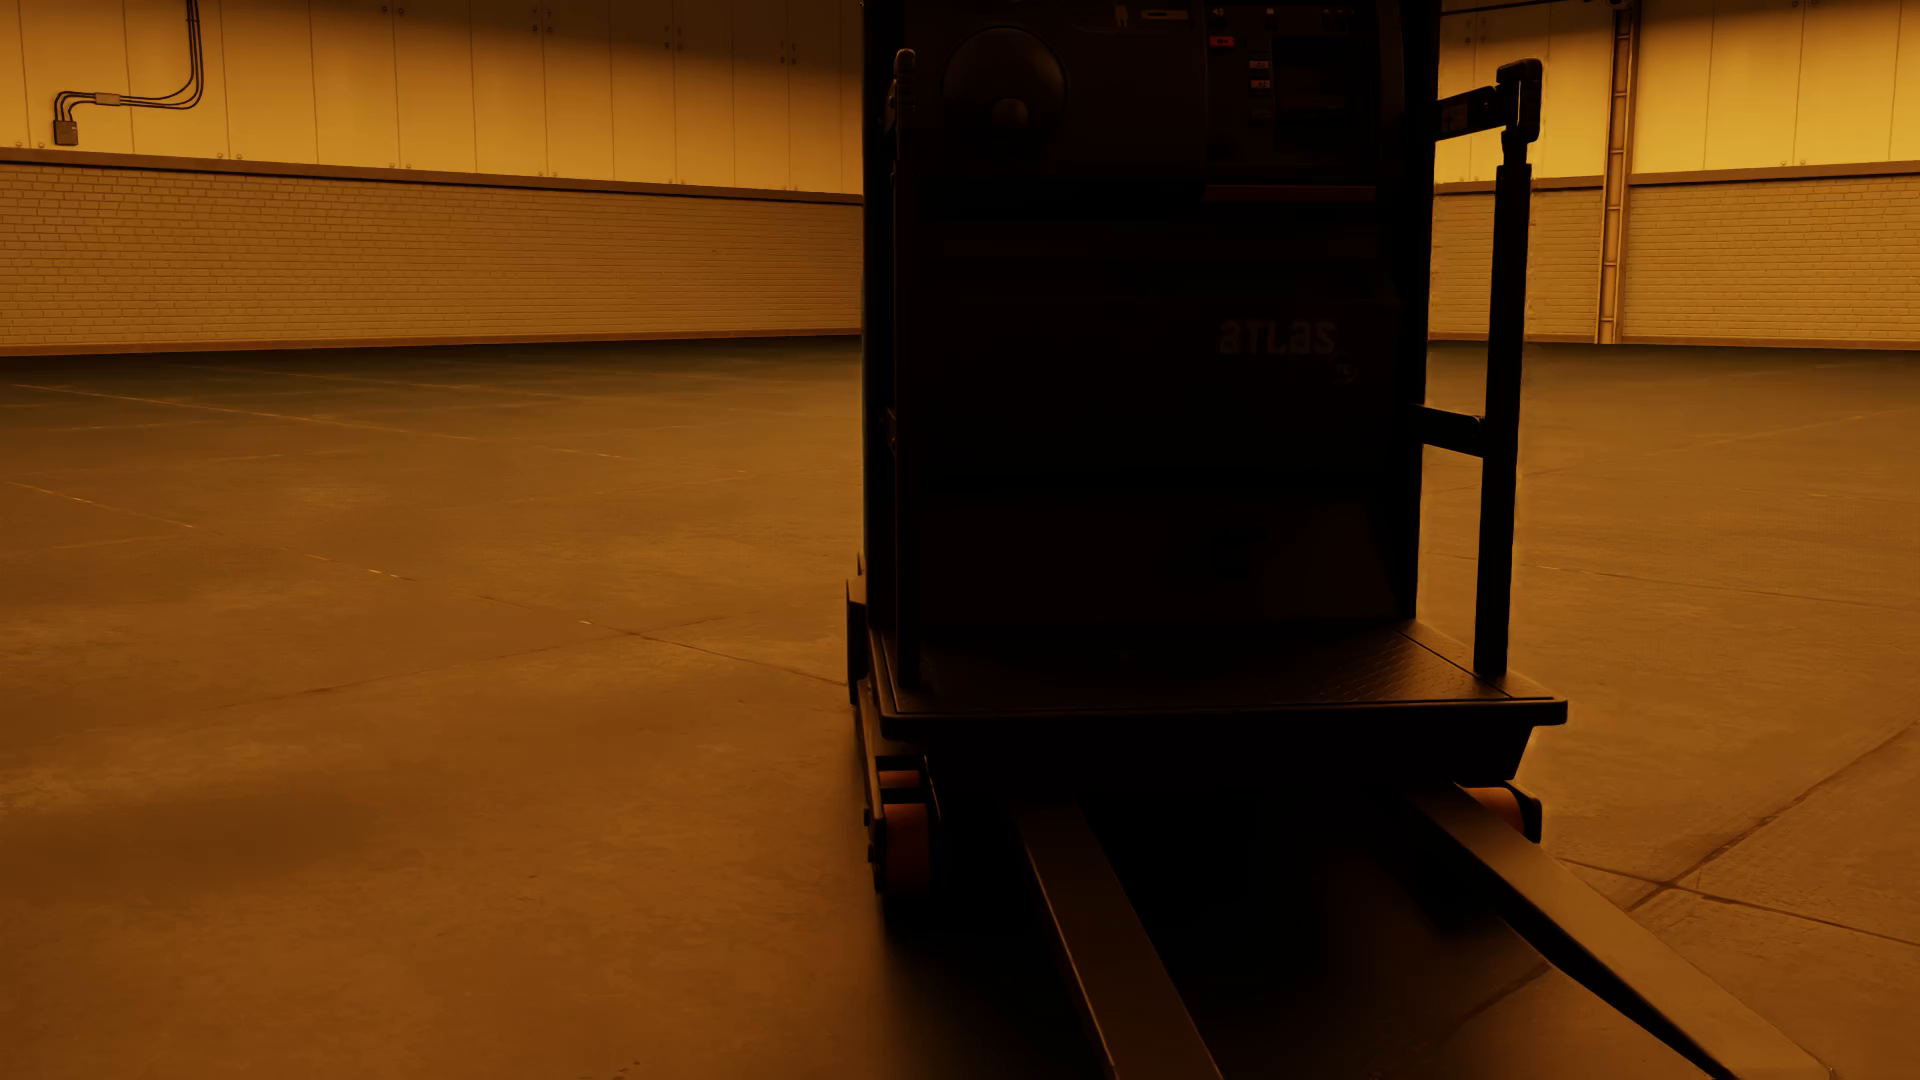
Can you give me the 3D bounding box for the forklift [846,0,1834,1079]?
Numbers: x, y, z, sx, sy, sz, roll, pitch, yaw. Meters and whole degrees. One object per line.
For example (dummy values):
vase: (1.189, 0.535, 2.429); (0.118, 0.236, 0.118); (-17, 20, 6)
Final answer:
forklift: (0.381, -0.904, 2.873); (1.130, 2.935, 3.031); (-1, 9, -5)
